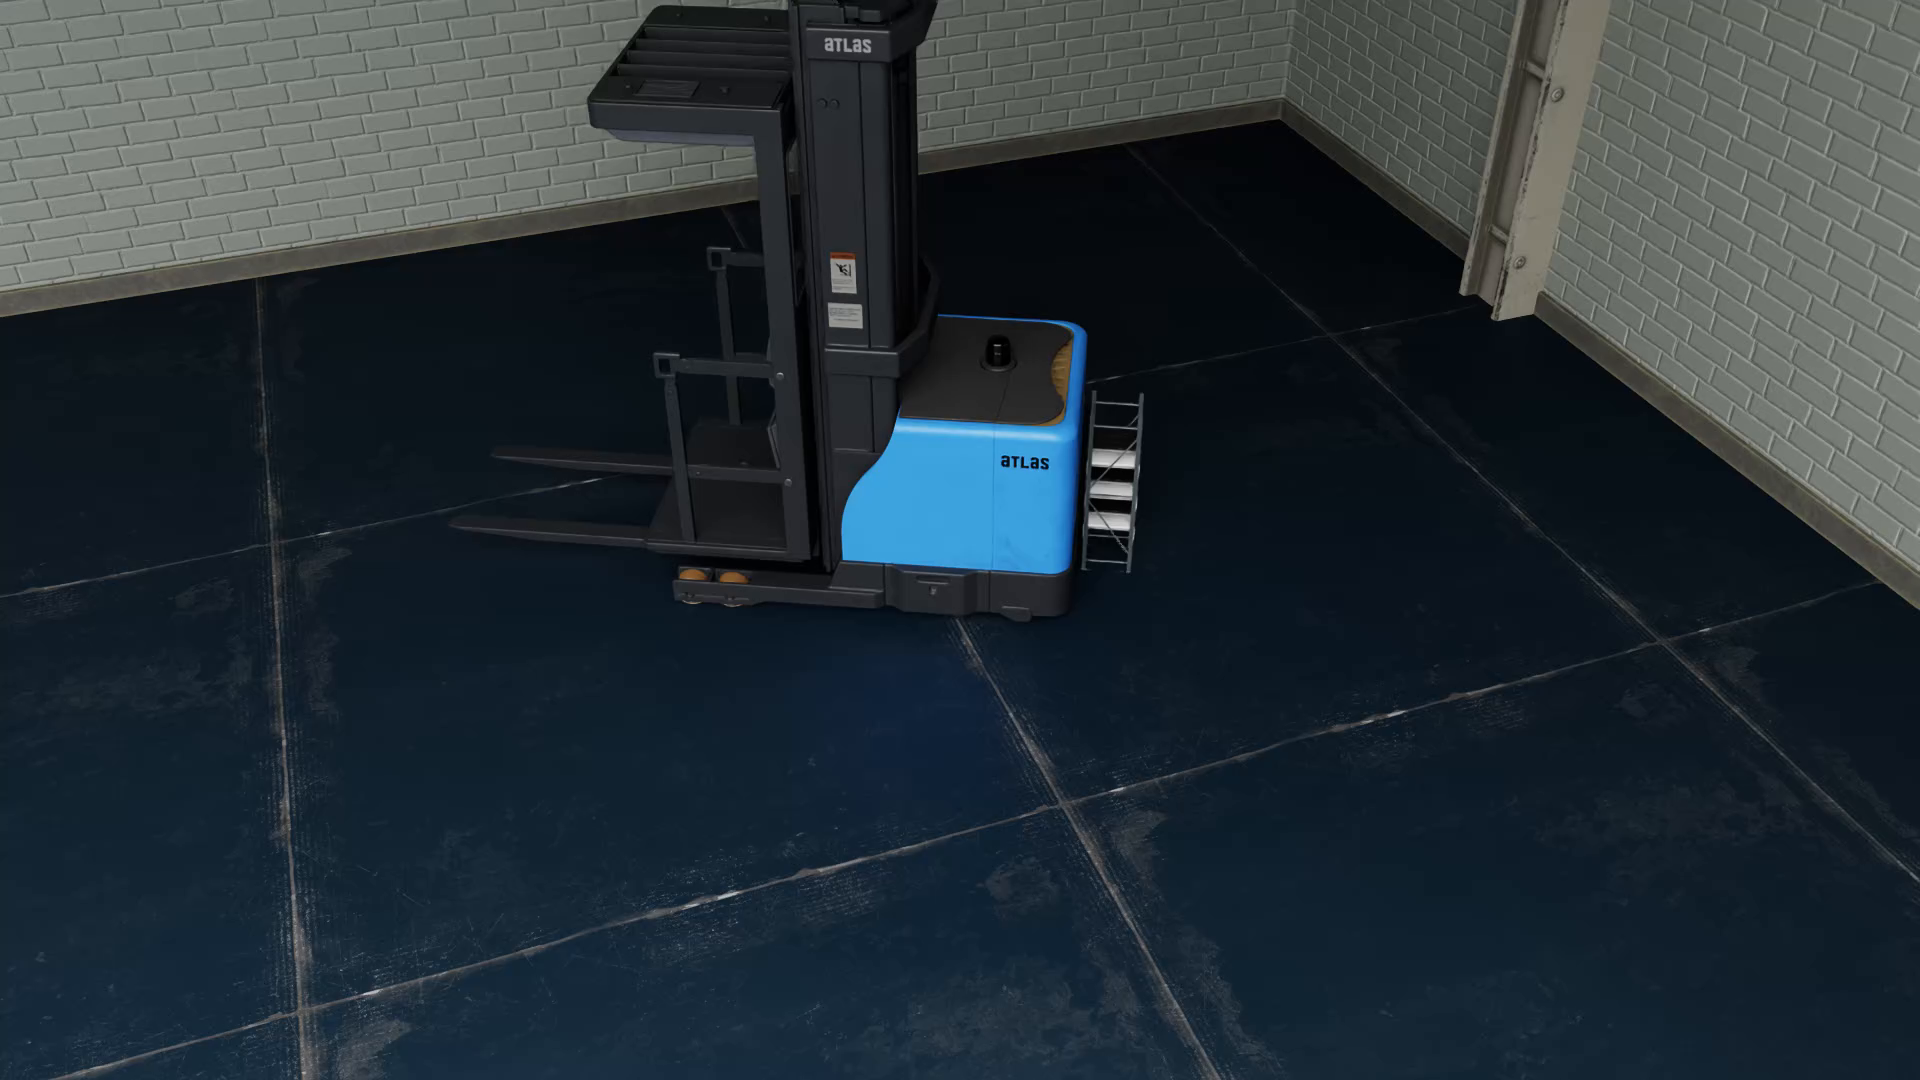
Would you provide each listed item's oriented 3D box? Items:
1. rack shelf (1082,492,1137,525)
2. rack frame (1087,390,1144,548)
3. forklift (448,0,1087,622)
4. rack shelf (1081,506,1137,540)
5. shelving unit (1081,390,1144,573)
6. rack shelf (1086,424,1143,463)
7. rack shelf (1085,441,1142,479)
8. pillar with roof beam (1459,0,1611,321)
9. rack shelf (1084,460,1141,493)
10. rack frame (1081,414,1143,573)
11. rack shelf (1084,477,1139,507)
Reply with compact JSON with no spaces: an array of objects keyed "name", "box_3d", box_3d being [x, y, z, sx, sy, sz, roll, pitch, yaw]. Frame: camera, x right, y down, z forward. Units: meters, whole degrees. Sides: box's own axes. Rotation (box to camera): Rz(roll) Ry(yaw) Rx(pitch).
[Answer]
[{"name":"rack shelf","box_3d":[0.722,-0.169,7.991,0.258,0.077,0.200,4,37,5]},{"name":"rack frame","box_3d":[0.734,-0.328,7.997,0.240,0.900,0.006,4,37,5]},{"name":"forklift","box_3d":[-0.935,-1.164,7.420,3.031,2.935,1.130,4,37,5]},{"name":"rack shelf","box_3d":[0.722,-0.097,8.045,0.258,0.077,0.200,4,37,5]},{"name":"shelving unit","box_3d":[0.722,-0.267,7.916,0.258,0.900,0.210,4,37,5]},{"name":"rack shelf","box_3d":[0.723,-0.456,7.774,0.258,0.077,0.200,4,37,5]},{"name":"rack shelf","box_3d":[0.723,-0.384,7.828,0.258,0.077,0.200,4,37,5]},{"name":"pillar with roof beam","box_3d":[-0.723,-4.171,6.368,9.100,9.000,0.400,-12,39,-16]},{"name":"rack shelf","box_3d":[0.723,-0.312,7.882,0.258,0.077,0.200,4,37,5]},{"name":"rack frame","box_3d":[0.711,-0.206,7.836,0.240,0.900,0.006,4,37,5]},{"name":"rack shelf","box_3d":[0.722,-0.241,7.937,0.258,0.077,0.200,4,37,5]}]
